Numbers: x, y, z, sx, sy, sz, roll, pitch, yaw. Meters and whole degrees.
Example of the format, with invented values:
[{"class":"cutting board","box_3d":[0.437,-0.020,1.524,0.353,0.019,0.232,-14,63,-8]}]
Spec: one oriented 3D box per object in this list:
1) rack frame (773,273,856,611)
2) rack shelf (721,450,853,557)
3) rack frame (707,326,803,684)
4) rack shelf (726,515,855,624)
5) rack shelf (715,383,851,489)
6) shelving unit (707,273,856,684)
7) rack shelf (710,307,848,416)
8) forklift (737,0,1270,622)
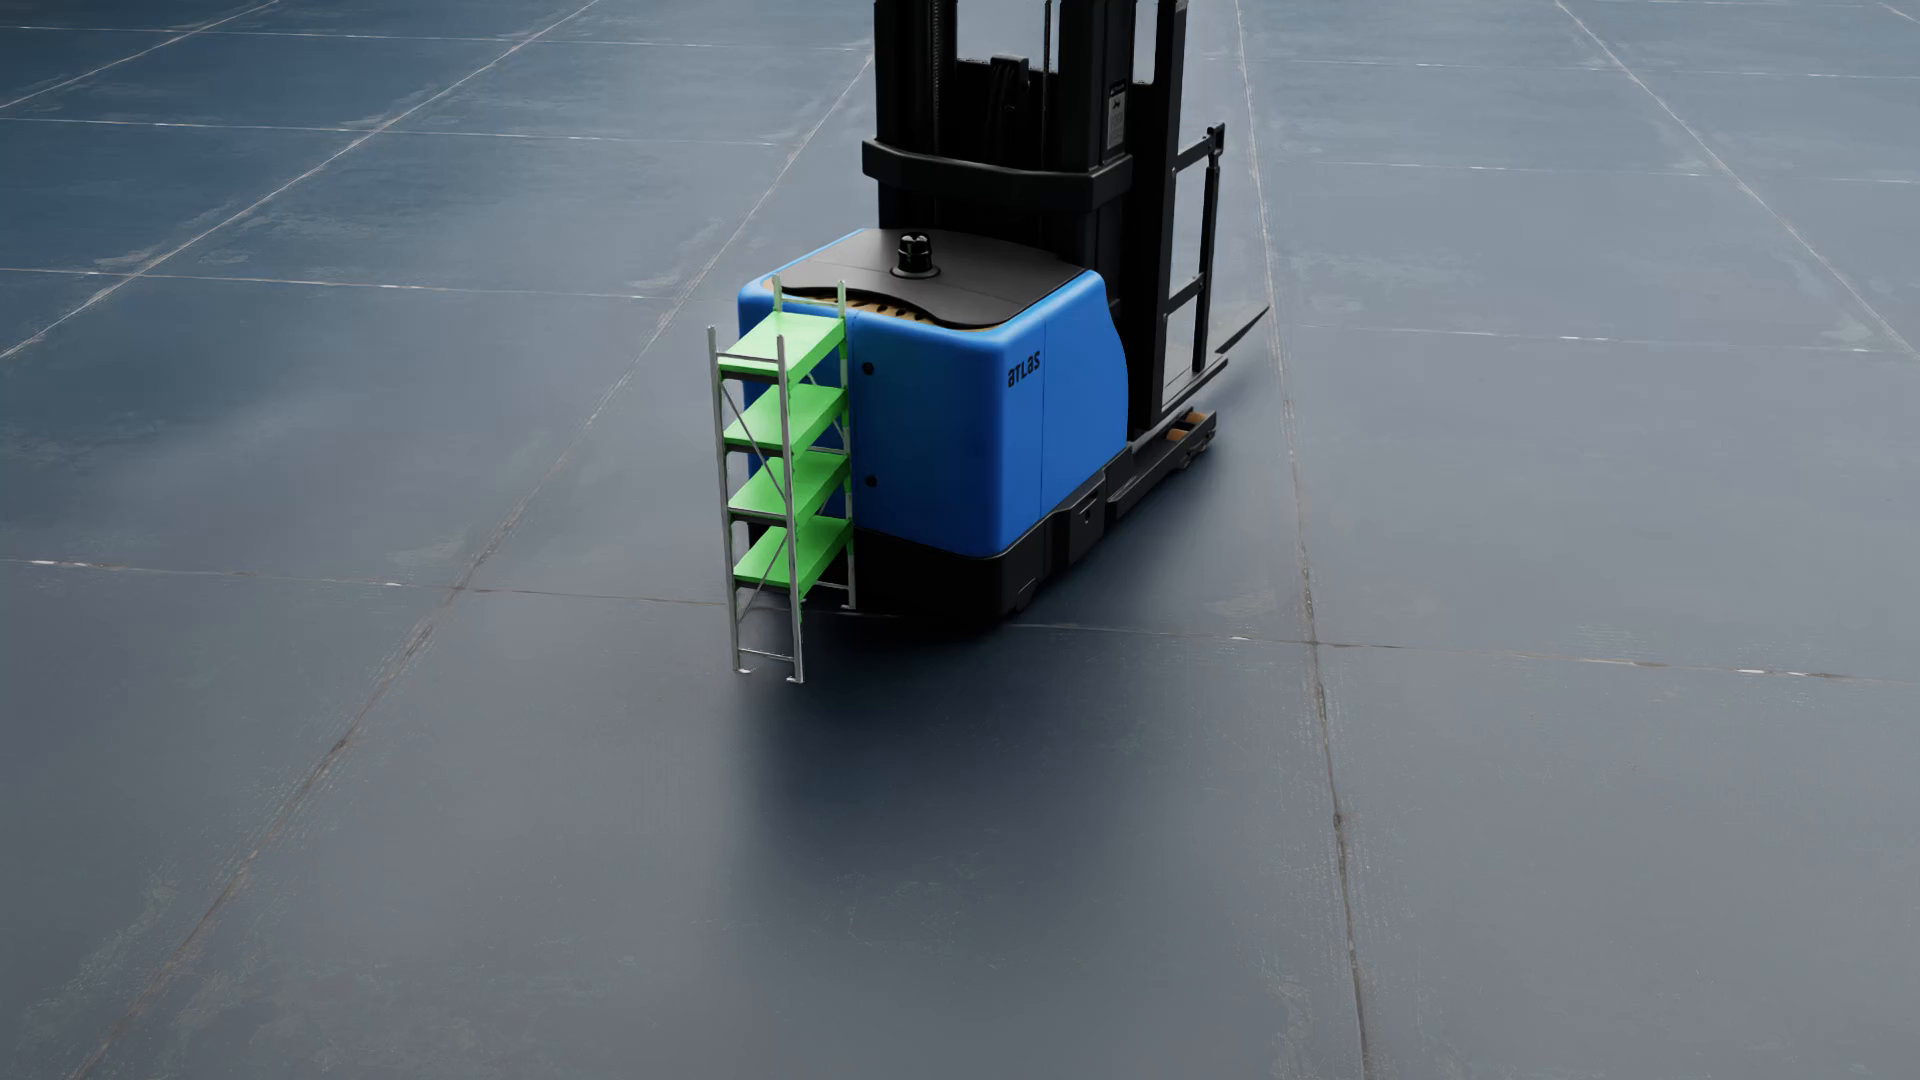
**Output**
[{"class":"rack frame","box_3d":[-0.479,-0.302,5.546,0.240,1.200,0.015,9,29,15]},{"class":"rack shelf","box_3d":[-0.552,-0.136,5.372,0.258,0.148,0.480,9,29,15]},{"class":"rack frame","box_3d":[-0.625,-0.082,5.137,0.240,1.200,0.015,9,29,15]},{"class":"rack shelf","box_3d":[-0.552,0.075,5.486,0.258,0.148,0.480,9,29,15]},{"class":"rack shelf","box_3d":[-0.552,-0.347,5.258,0.258,0.148,0.480,9,29,15]},{"class":"shelving unit","box_3d":[-0.552,-0.192,5.342,0.258,1.200,0.503,9,29,15]},{"class":"rack shelf","box_3d":[-0.552,-0.558,5.144,0.258,0.148,0.480,9,29,15]},{"class":"forklift","box_3d":[0.413,-1.678,6.274,1.130,2.935,3.031,15,32,26]}]
